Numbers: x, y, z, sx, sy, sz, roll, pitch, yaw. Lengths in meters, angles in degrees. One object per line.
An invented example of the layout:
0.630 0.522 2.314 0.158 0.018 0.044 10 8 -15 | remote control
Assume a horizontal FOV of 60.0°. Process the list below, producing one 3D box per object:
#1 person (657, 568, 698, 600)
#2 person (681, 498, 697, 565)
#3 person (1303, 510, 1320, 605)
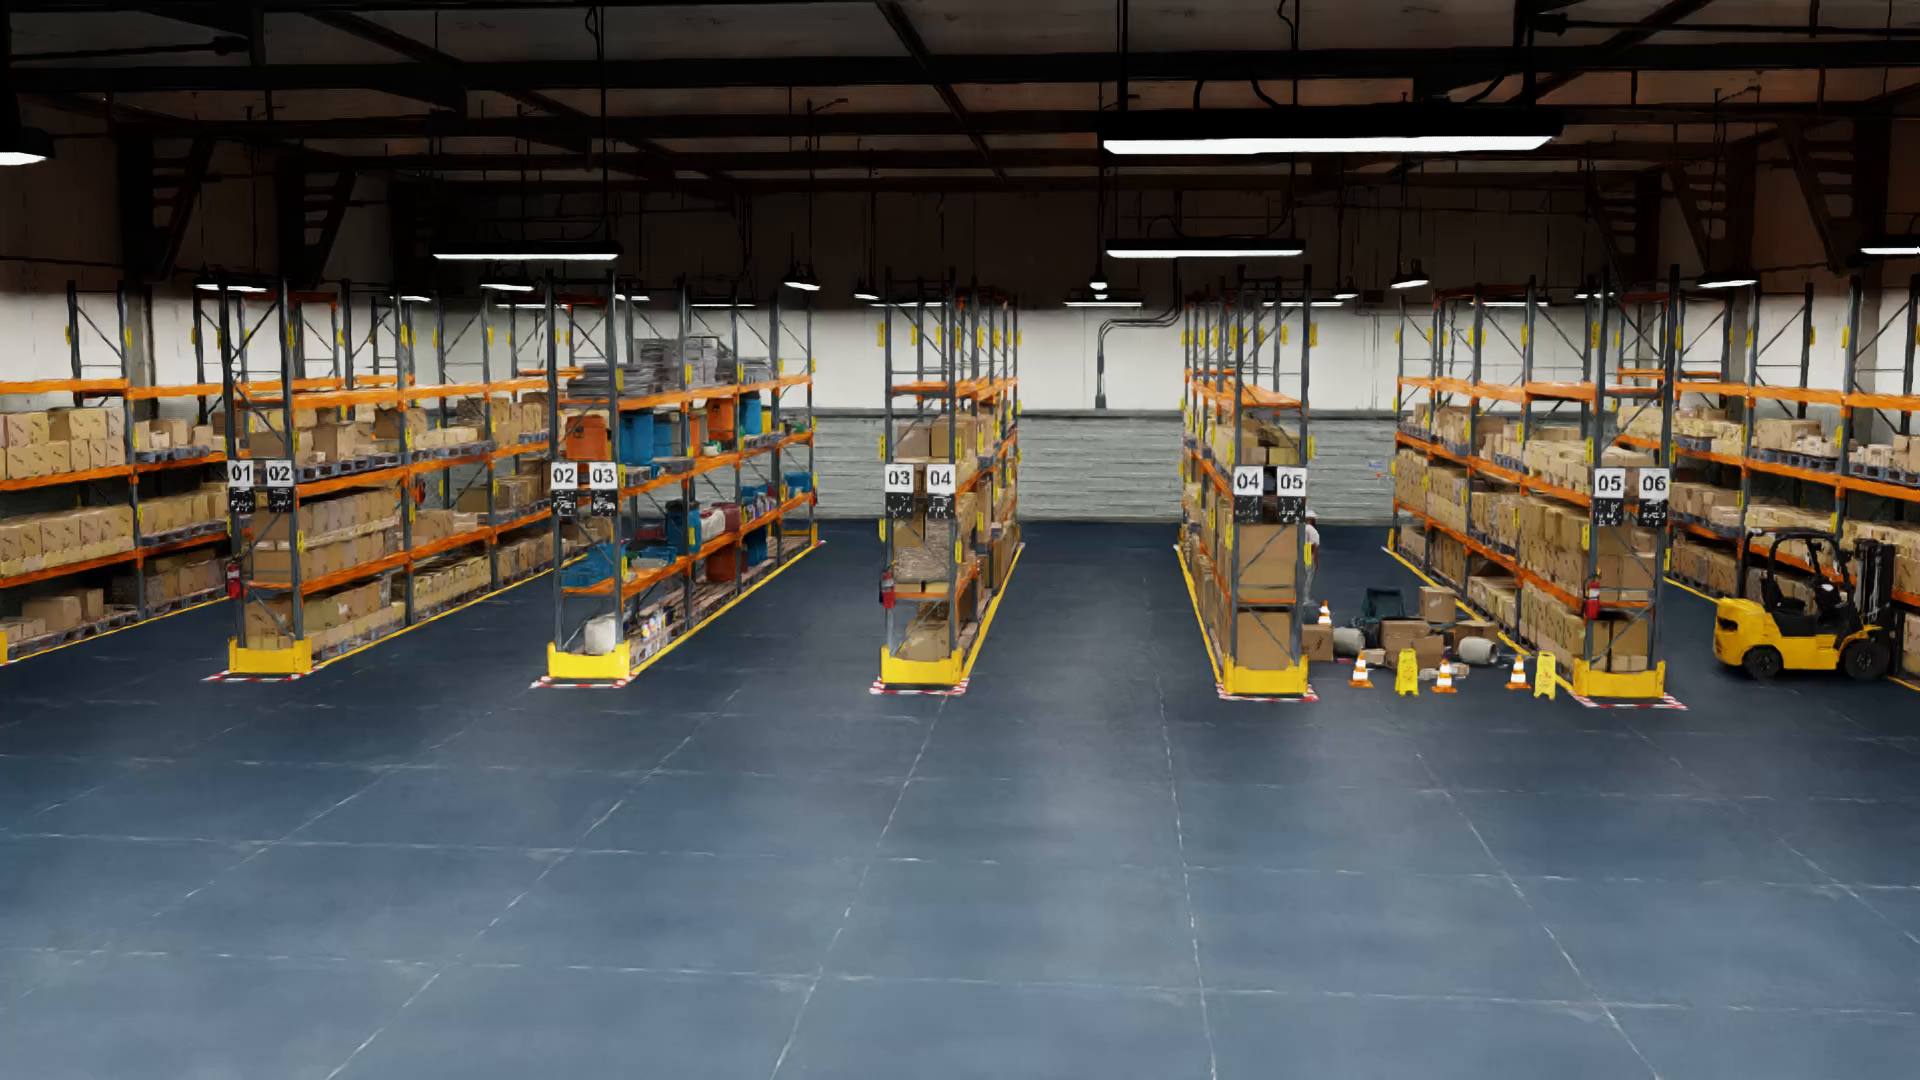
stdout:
-5.349 0.321 31.639 0.600 1.713 0.747 -6 9 -38 | person
-5.893 -0.126 35.684 0.481 1.583 1.093 0 7 3 | person
6.559 0.314 31.251 0.405 1.769 0.664 -2 7 -17 | person
